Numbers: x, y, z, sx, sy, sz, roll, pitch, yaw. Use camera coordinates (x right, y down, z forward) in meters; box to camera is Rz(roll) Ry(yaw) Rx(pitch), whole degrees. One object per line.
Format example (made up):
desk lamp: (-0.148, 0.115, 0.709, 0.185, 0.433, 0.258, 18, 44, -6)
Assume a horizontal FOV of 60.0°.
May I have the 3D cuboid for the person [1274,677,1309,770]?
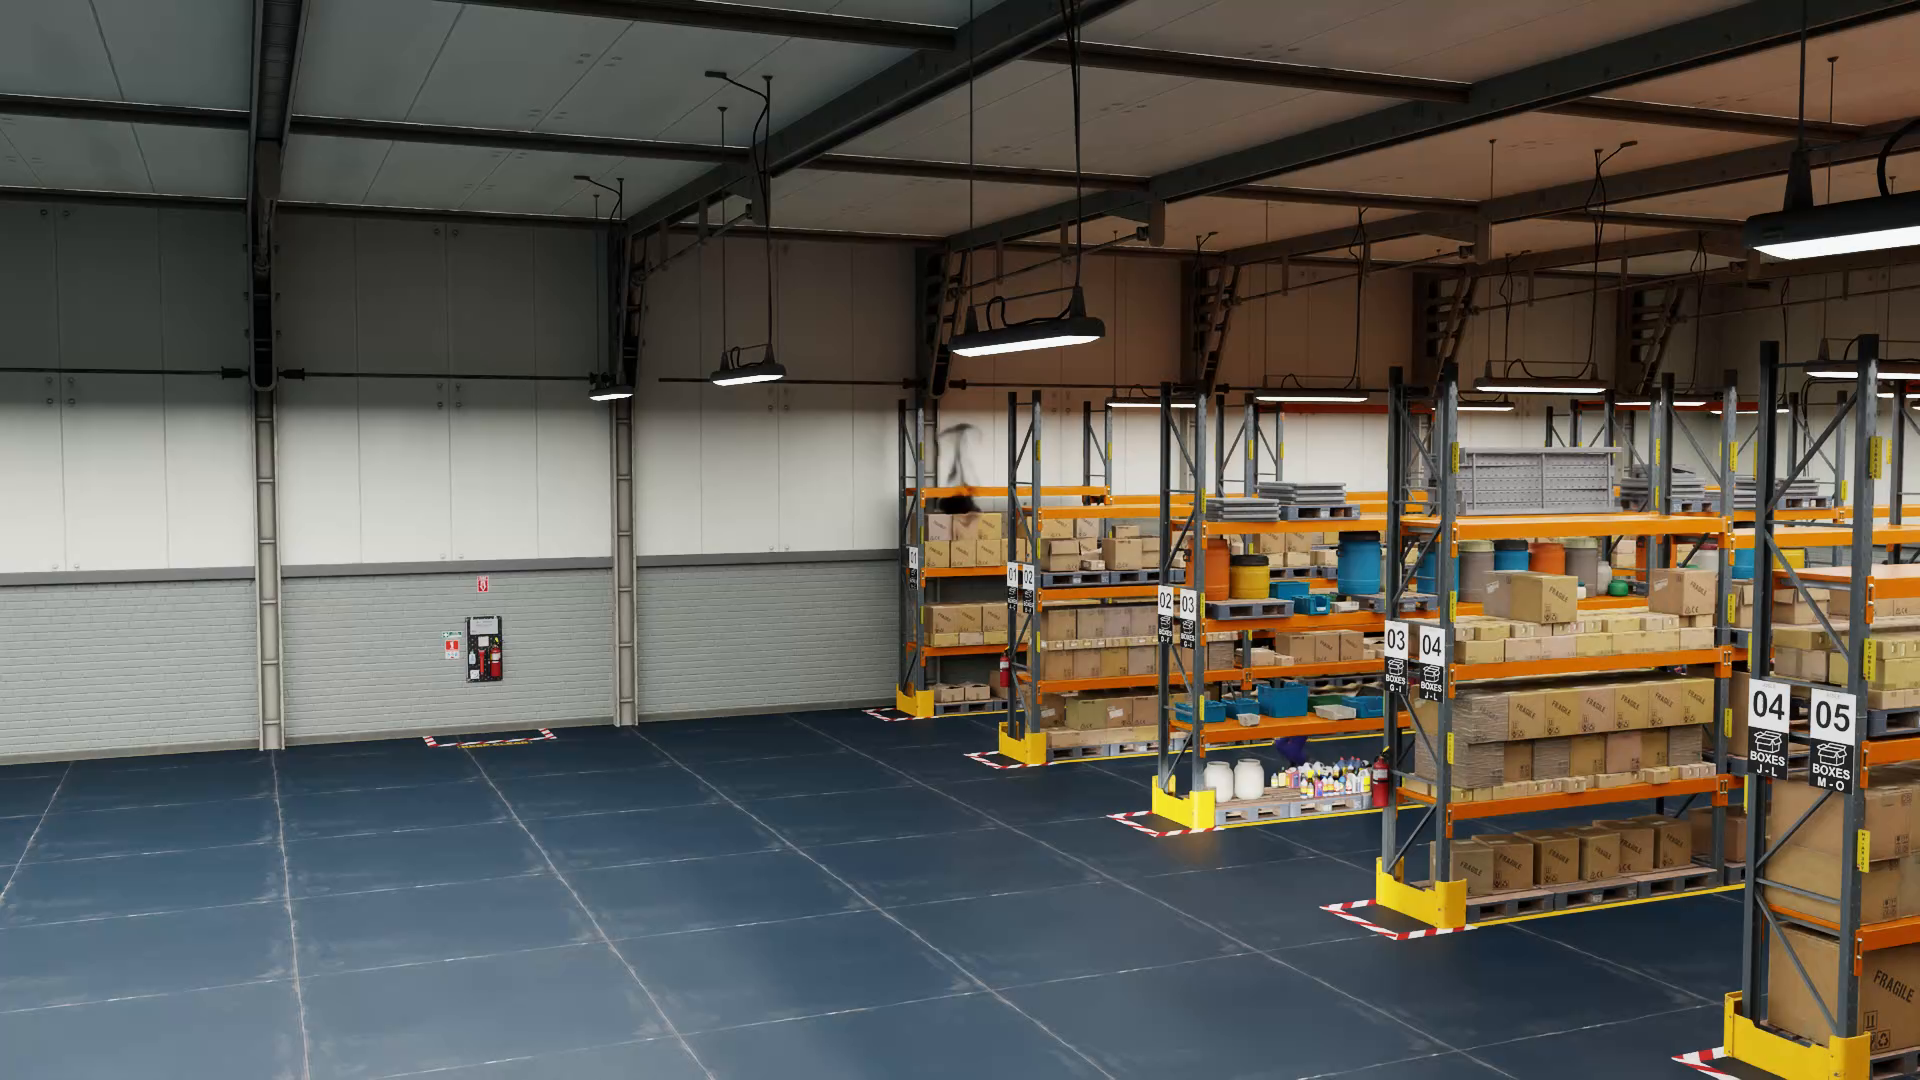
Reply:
person: (5.156, 2.877, 25.501, 0.575, 1.576, 0.670, -1, 3, -16)
